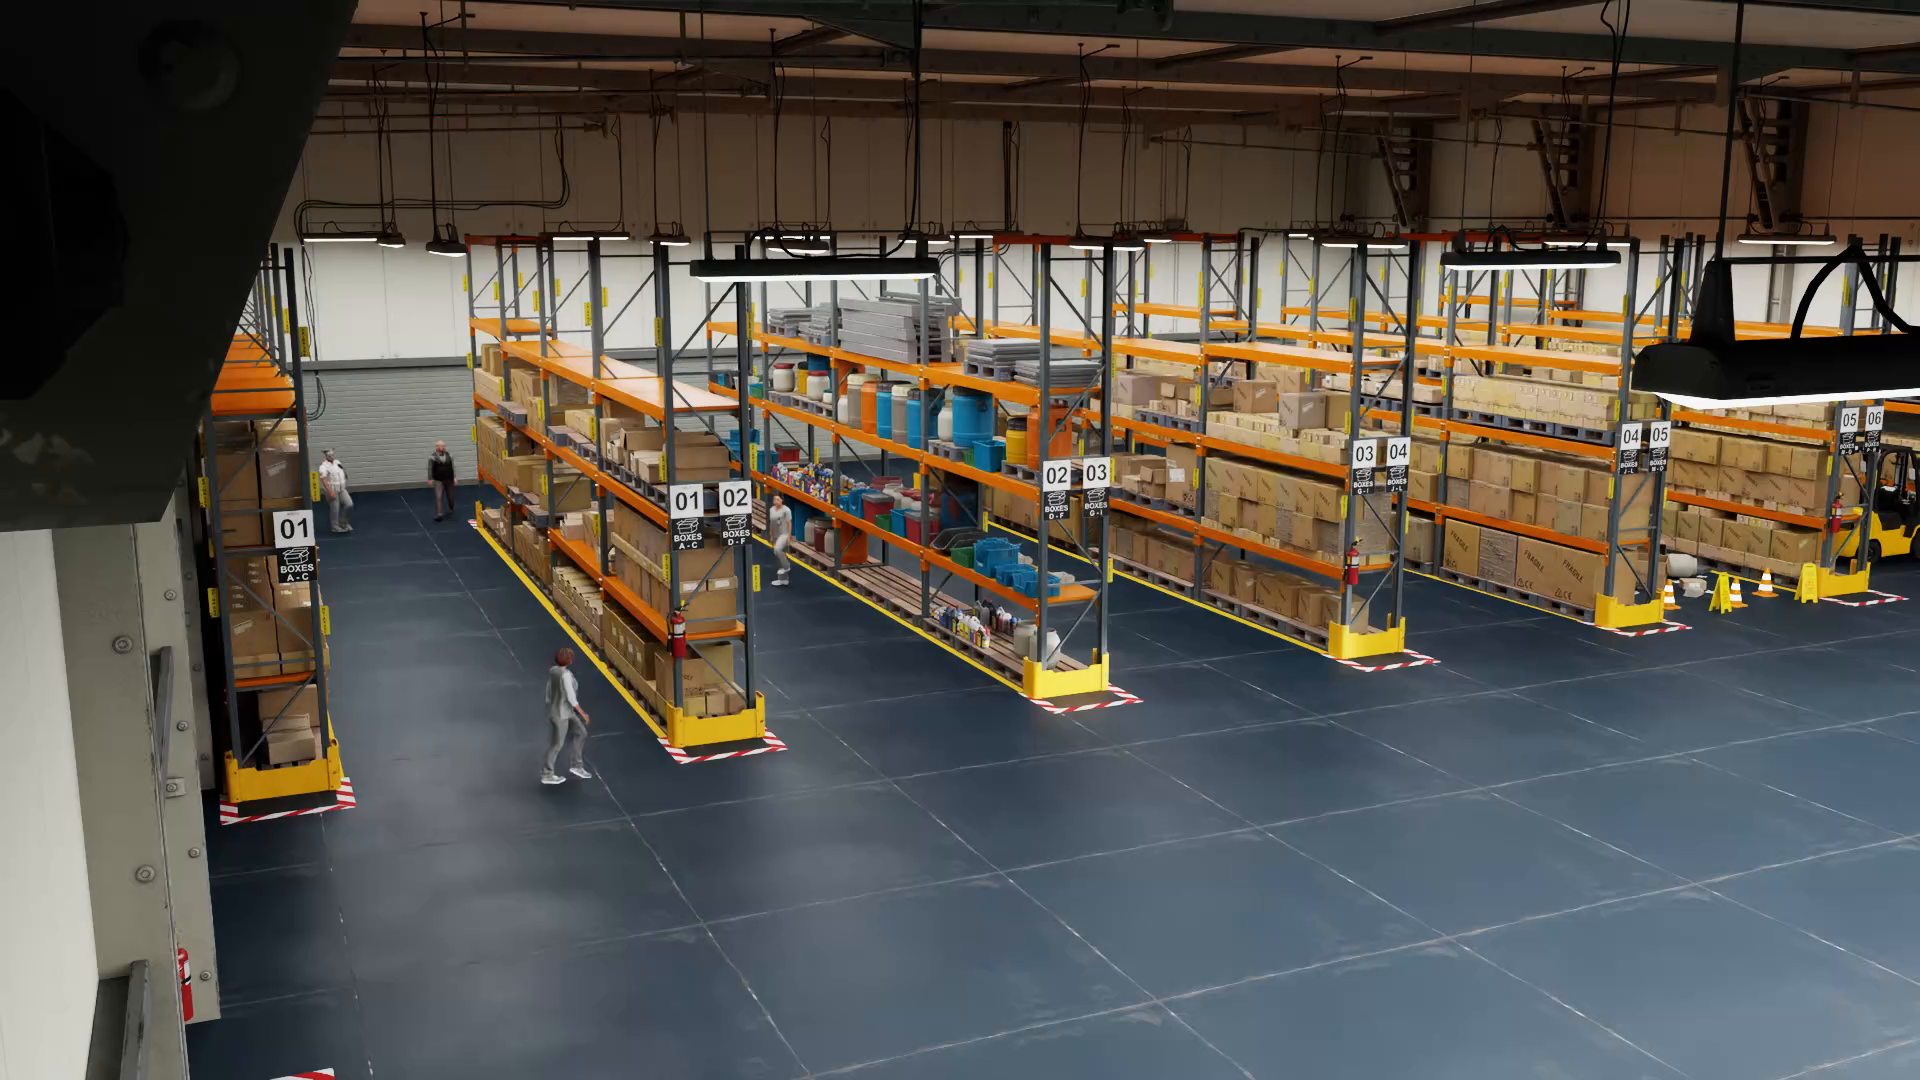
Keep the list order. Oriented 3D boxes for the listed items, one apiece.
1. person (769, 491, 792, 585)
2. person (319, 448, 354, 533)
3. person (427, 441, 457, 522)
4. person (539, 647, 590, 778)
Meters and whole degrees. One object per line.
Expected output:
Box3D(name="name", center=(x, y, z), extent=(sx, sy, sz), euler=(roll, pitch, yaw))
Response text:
Box3D(name="person", center=(-3.157, -0.013, 28.757), extent=(0.480, 1.675, 0.562), euler=(7, 13, 32))
Box3D(name="person", center=(-12.591, -0.990, 33.627), extent=(0.475, 1.764, 0.629), euler=(6, 12, 28))
Box3D(name="person", center=(-10.961, -1.257, 35.202), extent=(0.602, 1.690, 1.035), euler=(-3, 11, -16))
Box3D(name="person", center=(-4.464, 1.930, 18.680), extent=(0.580, 1.498, 0.405), euler=(-3, 11, -16))
